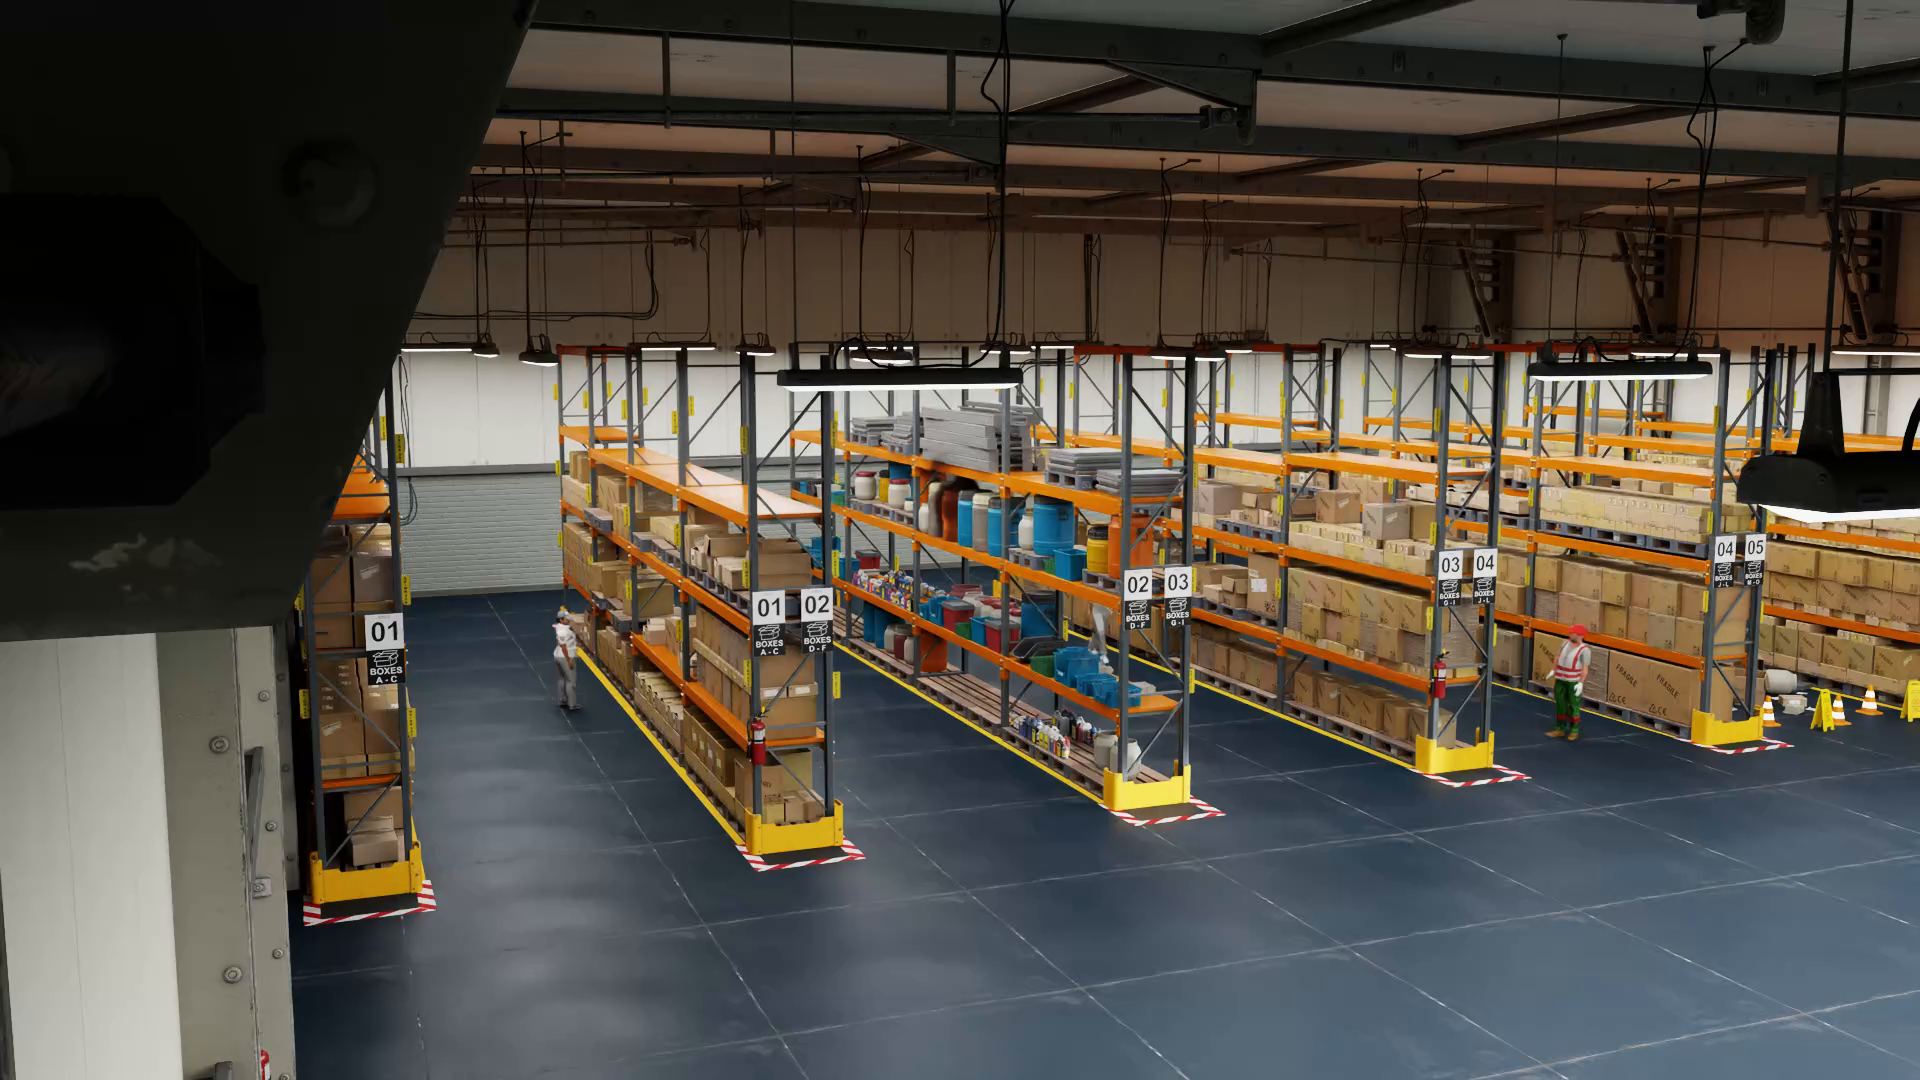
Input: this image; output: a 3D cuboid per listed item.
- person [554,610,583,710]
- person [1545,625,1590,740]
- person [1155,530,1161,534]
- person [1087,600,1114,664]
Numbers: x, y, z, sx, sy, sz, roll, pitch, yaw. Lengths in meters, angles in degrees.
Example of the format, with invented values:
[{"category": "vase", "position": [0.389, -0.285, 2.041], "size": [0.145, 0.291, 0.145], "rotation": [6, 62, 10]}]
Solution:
[{"category": "person", "position": [-6.556, 1.987, 27.777], "size": [0.421, 1.661, 0.591], "rotation": [-4, 8, -27]}, {"category": "person", "position": [9.382, 2.188, 25.732], "size": [0.422, 1.791, 0.668], "rotation": [-6, 10, -41]}, {"category": "person", "position": [4.656, 0.577, 39.018], "size": [0.462, 1.621, 1.034], "rotation": [-2, 7, -12]}, {"category": "person", "position": [2.641, 1.381, 30.699], "size": [0.428, 1.634, 0.981], "rotation": [-3, 8, -20]}]
